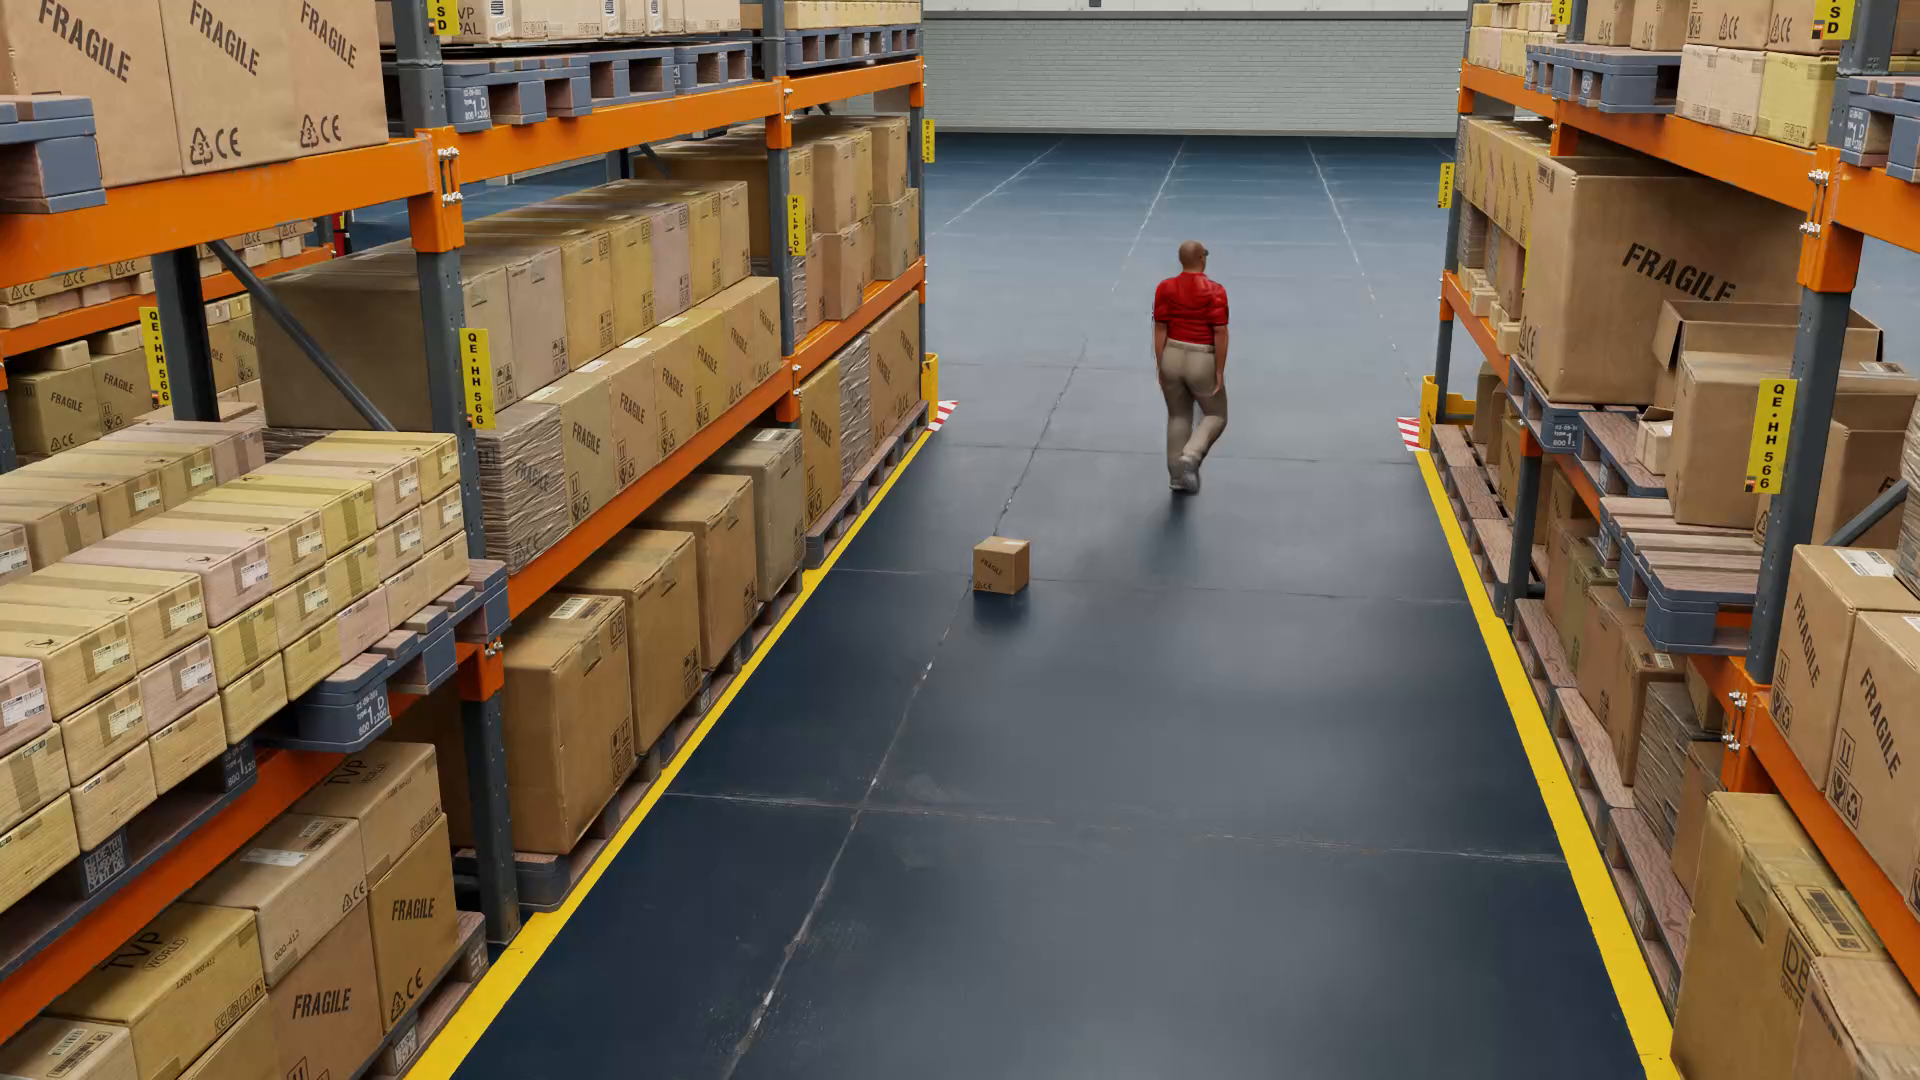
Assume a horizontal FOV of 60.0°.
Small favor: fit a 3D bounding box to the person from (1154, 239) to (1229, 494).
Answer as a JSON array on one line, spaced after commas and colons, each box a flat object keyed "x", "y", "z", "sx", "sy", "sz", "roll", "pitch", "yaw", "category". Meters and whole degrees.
[{"x": 1.540, "y": -1.117, "z": 11.125, "sx": 0.534, "sy": 1.634, "sz": 0.588, "roll": 10, "pitch": 20, "yaw": 27, "category": "person"}]
